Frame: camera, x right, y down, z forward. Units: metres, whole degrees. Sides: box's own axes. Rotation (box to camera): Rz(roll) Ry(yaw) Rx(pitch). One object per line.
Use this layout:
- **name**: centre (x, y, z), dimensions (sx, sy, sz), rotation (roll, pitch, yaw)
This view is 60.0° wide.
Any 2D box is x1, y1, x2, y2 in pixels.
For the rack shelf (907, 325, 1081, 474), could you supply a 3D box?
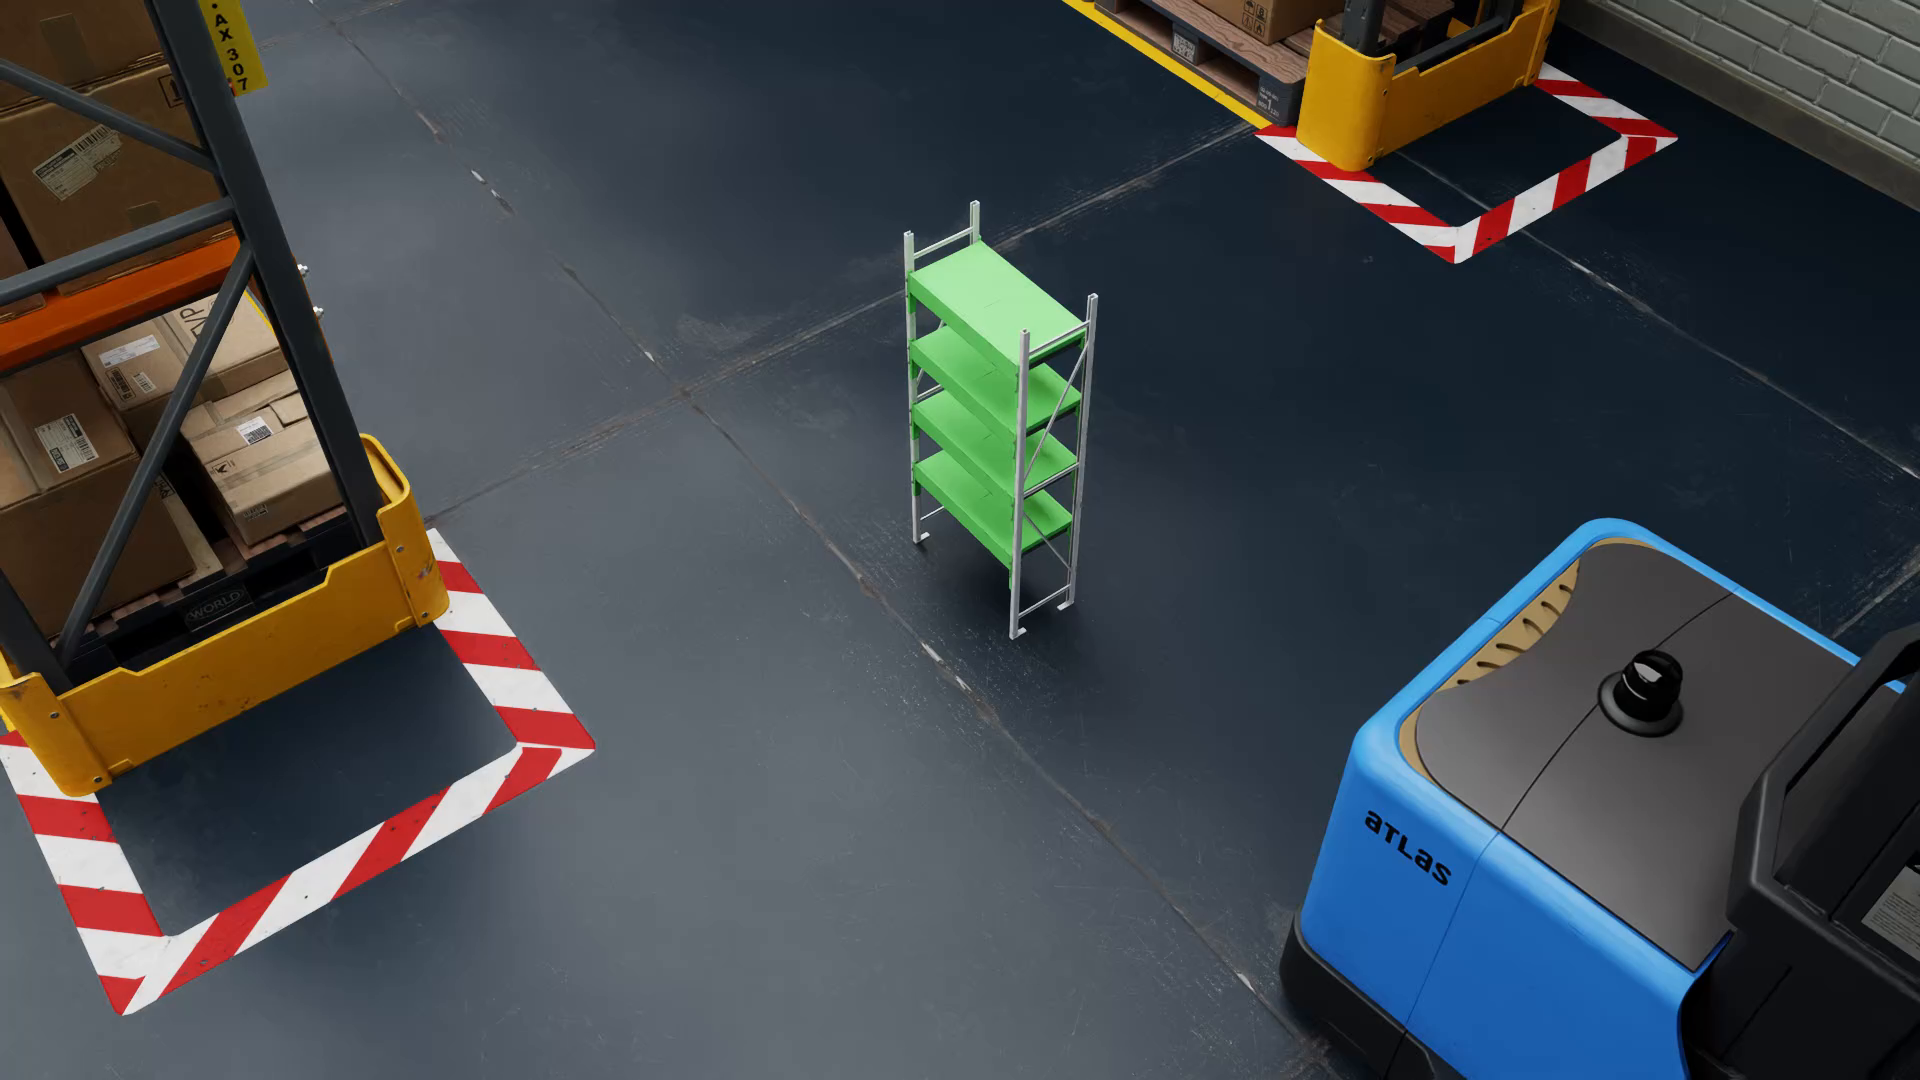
- **rack shelf**: centre (0.100, -0.424, 4.587), dimensions (0.258, 0.148, 0.480), rotation (-29, 54, -24)

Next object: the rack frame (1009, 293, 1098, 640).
- **rack frame**: centre (0.248, -0.162, 4.587), dimensions (0.240, 1.200, 0.015), rotation (-29, 54, -24)

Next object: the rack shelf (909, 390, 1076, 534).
- **rack shelf**: centre (0.100, -0.262, 4.764), dimensions (0.258, 0.148, 0.480), rotation (-29, 54, -24)

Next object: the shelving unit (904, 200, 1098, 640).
- **shelving unit**: centre (0.100, -0.305, 4.717), dimensions (0.258, 1.200, 0.503), rotation (-29, 54, -24)

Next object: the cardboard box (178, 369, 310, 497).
- **cardboard box**: centre (-2.185, -0.339, 5.148), dimensions (0.380, 0.166, 0.250), rotation (-29, 54, -24)

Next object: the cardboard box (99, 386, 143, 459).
- **cardboard box**: centre (-2.753, -0.279, 5.094), dimensions (0.380, 0.166, 0.250), rotation (-29, 54, -24)

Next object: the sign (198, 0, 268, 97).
- **sign**: centre (-1.622, -1.128, 3.664), dimensions (0.100, 0.325, 0.005), rotation (-29, 54, -24)

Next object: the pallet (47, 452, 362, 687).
- **pallet**: centre (-2.583, -0.172, 5.263), dimensions (1.003, 0.211, 1.213), rotation (-29, 54, -24)

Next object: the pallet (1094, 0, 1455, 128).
- **pallet**: centre (1.340, -2.318, 7.209), dimensions (1.003, 0.211, 1.213), rotation (-29, 54, -24)

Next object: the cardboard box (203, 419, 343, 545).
- **cardboard box**: centre (-2.034, -0.185, 5.021), dimensions (0.380, 0.149, 0.250), rotation (-29, 54, -24)

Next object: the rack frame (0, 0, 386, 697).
- **rack frame**: centre (-2.054, -0.594, 3.764), dimensions (1.000, 3.000, 0.127), rotation (-29, 54, -24)

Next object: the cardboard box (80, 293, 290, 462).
- **cardboard box**: centre (-2.460, -0.561, 5.293), dimensions (0.500, 0.250, 0.500), rotation (-29, 54, -24)

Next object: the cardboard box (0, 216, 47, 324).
- **cardboard box**: centre (-2.542, -0.770, 3.856), dimensions (0.500, 0.500, 0.500), rotation (-28, 54, -23)

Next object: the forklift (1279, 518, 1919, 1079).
- **forklift**: centre (2.179, 0.698, 2.639), dimensions (1.130, 2.935, 3.031), rotation (-35, 57, -28)

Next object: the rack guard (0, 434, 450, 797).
- **rack guard**: centre (-2.100, 0.201, 4.731), dimensions (1.175, 0.500, 0.348), rotation (-29, 54, -24)

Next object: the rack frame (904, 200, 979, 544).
- **rack frame**: centre (-0.048, -0.449, 4.847), dimensions (0.240, 1.200, 0.015), rotation (-29, 54, -24)

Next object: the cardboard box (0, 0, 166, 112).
- **cardboard box**: centre (-2.113, -1.343, 3.701), dimensions (0.500, 0.500, 0.500), rotation (-28, 54, -23)

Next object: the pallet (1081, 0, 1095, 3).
- **pallet**: centre (0.606, -3.037, 7.861), dimensions (1.003, 0.211, 1.213), rotation (-29, 54, -24)

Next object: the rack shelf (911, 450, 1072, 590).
- **rack shelf**: centre (0.100, -0.101, 4.942), dimensions (0.258, 0.148, 0.480), rotation (-29, 54, -24)

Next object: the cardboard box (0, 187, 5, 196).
- **cardboard box**: centre (-2.429, -1.309, 4.345), dimensions (0.500, 0.500, 0.500), rotation (-30, 54, -24)

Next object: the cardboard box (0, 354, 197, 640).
- **cardboard box**: centre (-2.579, -0.112, 4.717), dimensions (0.500, 0.500, 0.500), rotation (-29, 54, -24)

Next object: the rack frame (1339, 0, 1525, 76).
- **rack frame**: centre (1.886, -2.818, 5.780), dimensions (1.000, 3.000, 0.127), rotation (-29, 54, -24)

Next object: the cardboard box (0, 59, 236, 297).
- **cardboard box**: centre (-2.113, -1.007, 4.071), dimensions (0.500, 0.500, 0.500), rotation (-28, 54, -23)

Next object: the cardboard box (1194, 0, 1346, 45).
- **cardboard box**: centre (1.383, -2.488, 6.884), dimensions (0.700, 0.500, 0.500), rotation (-29, 54, -24)

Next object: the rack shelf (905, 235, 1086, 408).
- **rack shelf**: centre (0.100, -0.585, 4.409), dimensions (0.258, 0.148, 0.480), rotation (-29, 54, -24)

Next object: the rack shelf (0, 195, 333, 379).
- **rack shelf**: centre (-3.265, -1.532, 5.099), dimensions (1.077, 0.370, 4.000), rotation (-29, 54, -24)

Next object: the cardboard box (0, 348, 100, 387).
- **cardboard box**: centre (-3.130, -0.602, 5.330), dimensions (0.500, 0.250, 0.500), rotation (-29, 54, -24)

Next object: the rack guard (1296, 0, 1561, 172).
- **rack guard**: centre (1.901, -1.965, 6.694), dimensions (1.175, 0.500, 0.348), rotation (-29, 54, -24)
